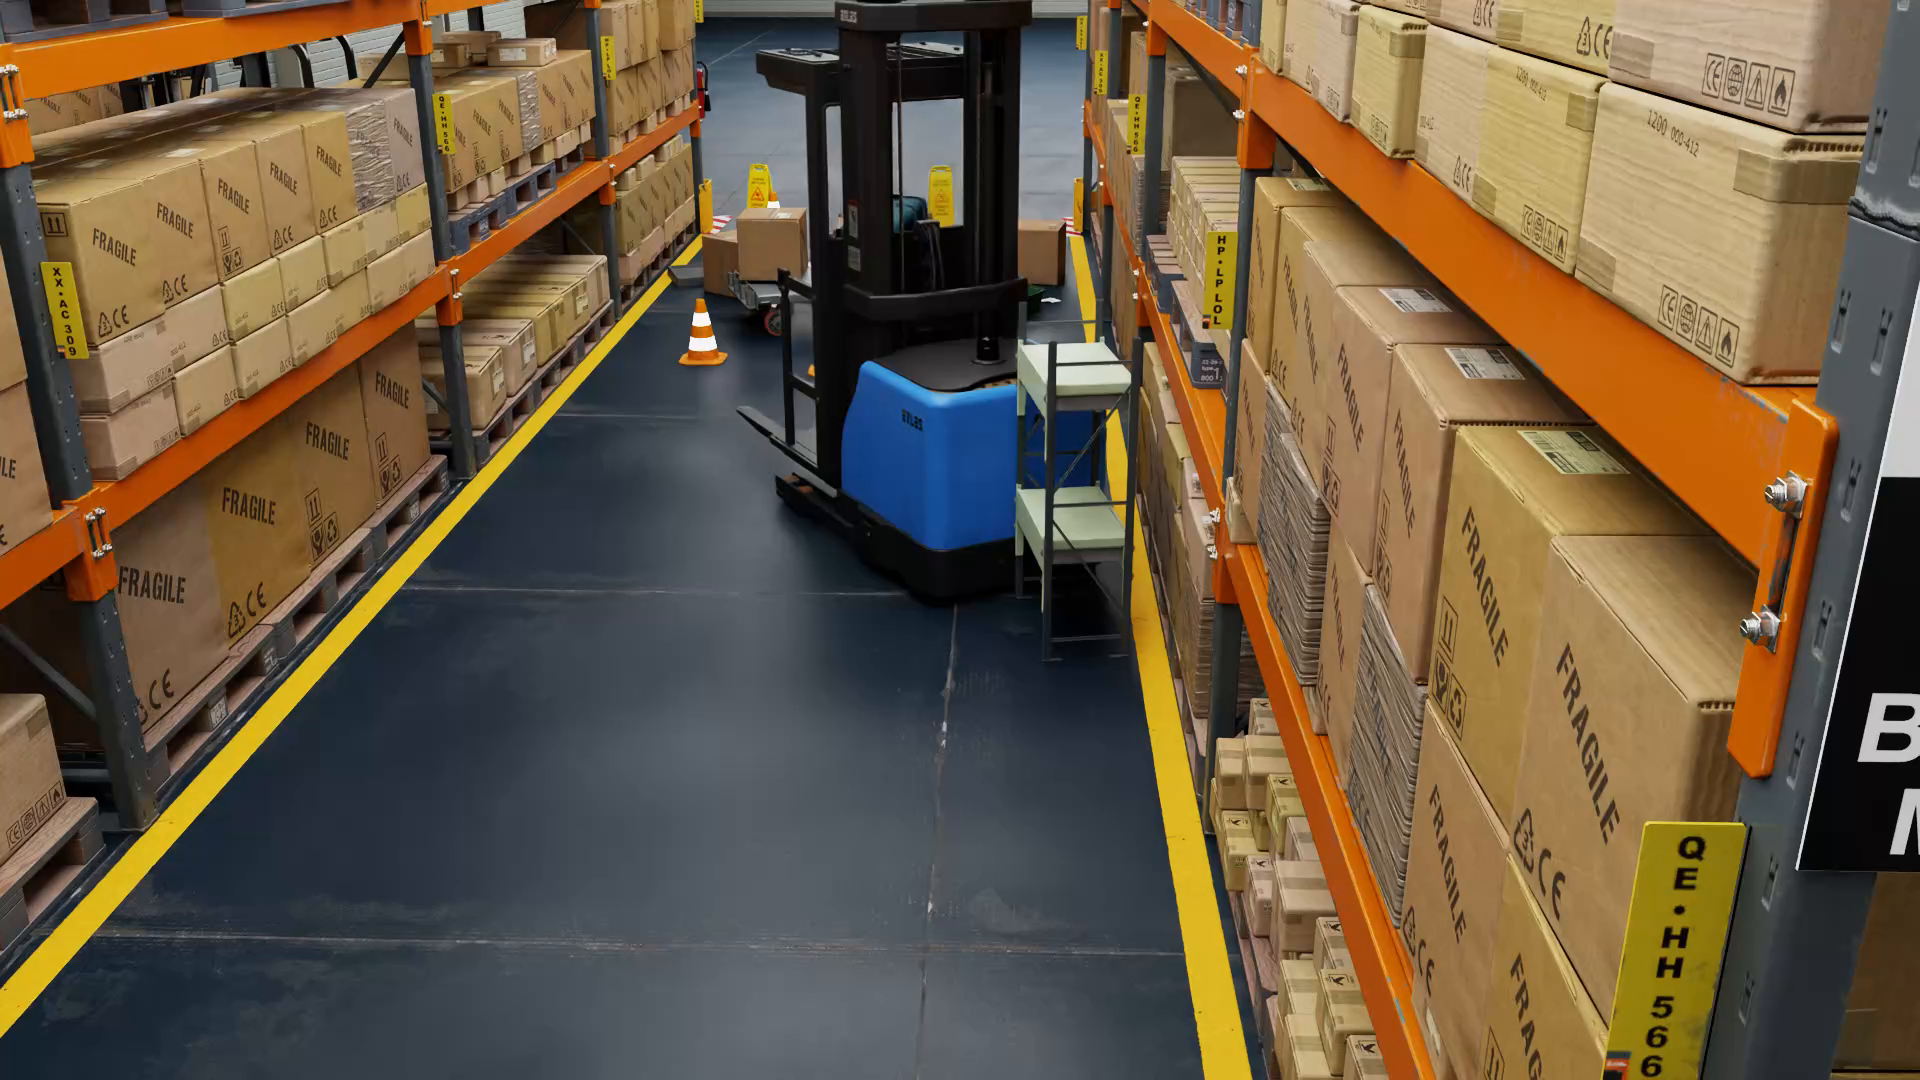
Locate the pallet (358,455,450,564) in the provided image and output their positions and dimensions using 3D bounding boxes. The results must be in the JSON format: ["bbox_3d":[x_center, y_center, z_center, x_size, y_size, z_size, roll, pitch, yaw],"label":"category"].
[{"bbox_3d":[-3.516,-0.190,9.228,1.003,0.211,1.213,1,21,2],"label":"pallet"}]

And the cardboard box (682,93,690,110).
[{"bbox_3d":[-2.868,-4.320,16.363,0.380,0.149,0.250,0,21,1],"label":"cardboard box"}]

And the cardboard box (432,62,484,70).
[{"bbox_3d":[-3.640,-3.076,11.680,0.500,0.500,0.500,1,21,1],"label":"cardboard box"}]

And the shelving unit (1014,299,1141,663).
[{"bbox_3d":[0.524,-0.285,7.690,0.431,1.500,0.755,-3,21,-7],"label":"shelving unit"}]

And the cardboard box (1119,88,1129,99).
[{"bbox_3d":[1.655,-3.406,13.454,0.875,0.550,0.550,1,21,2],"label":"cardboard box"}]

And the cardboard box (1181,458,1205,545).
[{"bbox_3d":[1.211,-0.148,7.103,0.500,0.250,0.500,2,21,4],"label":"cardboard box"}]

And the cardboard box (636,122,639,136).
[{"bbox_3d":[-3.013,-3.588,14.477,0.380,0.149,0.250,1,21,1],"label":"cardboard box"}]

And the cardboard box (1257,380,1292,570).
[{"bbox_3d":[1.137,-0.141,4.695,0.500,0.500,0.500,1,21,2],"label":"cardboard box"}]

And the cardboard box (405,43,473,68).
[{"bbox_3d":[-3.593,-3.344,11.475,0.380,0.149,0.250,2,21,5],"label":"cardboard box"}]

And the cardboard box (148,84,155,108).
[{"bbox_3d":[-7.928,-4.214,15.603,0.500,0.500,0.500,0,21,1],"label":"cardboard box"}]

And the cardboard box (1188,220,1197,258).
[{"bbox_3d":[1.292,-1.426,7.912,0.380,0.149,0.250,1,21,2],"label":"cardboard box"}]

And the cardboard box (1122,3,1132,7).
[{"bbox_3d":[1.755,-4.303,14.273,0.875,0.550,0.550,1,21,2],"label":"cardboard box"}]

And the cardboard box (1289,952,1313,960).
[{"bbox_3d":[1.149,1.189,4.766,0.380,0.149,0.250,2,21,4],"label":"cardboard box"}]

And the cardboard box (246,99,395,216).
[{"bbox_3d":[-3.179,-1.912,8.290,0.500,0.500,0.500,1,21,3],"label":"cardboard box"}]

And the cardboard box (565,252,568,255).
[{"bbox_3d":[-3.546,-2.352,14.163,0.500,0.250,0.500,2,21,4],"label":"cardboard box"}]

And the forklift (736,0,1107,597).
[{"bbox_3d":[-0.401,-1.580,9.049,1.130,2.935,3.031,-11,24,-27],"label":"forklift"}]

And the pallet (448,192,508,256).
[{"bbox_3d":[-3.502,-1.944,10.158,1.213,0.211,1.003,1,21,2],"label":"pallet"}]

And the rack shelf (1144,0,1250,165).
[{"bbox_3d":[1.473,-2.097,7.134,1.077,0.370,4.000,1,21,2],"label":"rack shelf"}]

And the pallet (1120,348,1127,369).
[{"bbox_3d":[1.673,-1.181,11.781,1.003,0.211,1.213,1,21,2],"label":"pallet"}]

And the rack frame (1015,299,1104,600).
[{"bbox_3d":[0.474,-0.416,8.028,0.400,1.500,0.023,-3,21,-7],"label":"rack frame"}]

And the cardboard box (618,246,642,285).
[{"bbox_3d":[-3.008,-2.345,14.147,0.500,0.250,0.500,0,21,-1],"label":"cardboard box"}]

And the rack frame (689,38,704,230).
[{"bbox_3d":[-3.174,-4.667,16.911,1.000,3.000,0.127,1,21,2],"label":"rack frame"}]

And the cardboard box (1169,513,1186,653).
[{"bbox_3d":[1.199,0.203,7.234,0.500,0.500,0.500,0,21,0],"label":"cardboard box"}]

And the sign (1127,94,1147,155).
[{"bbox_3d":[0.979,-2.301,9.213,0.100,0.325,0.005,1,21,2],"label":"sign"}]

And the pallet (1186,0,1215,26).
[{"bbox_3d":[1.566,-2.218,6.713,1.213,0.211,1.003,1,21,2],"label":"pallet"}]

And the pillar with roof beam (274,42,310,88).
[{"bbox_3d":[-4.572,-9.398,20.809,9.100,9.000,0.400,1,21,2],"label":"pillar with roof beam"}]

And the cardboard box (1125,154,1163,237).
[{"bbox_3d":[1.296,-2.150,10.284,0.500,0.500,0.500,1,21,2],"label":"cardboard box"}]

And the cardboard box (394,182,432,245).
[{"bbox_3d":[-3.178,-1.760,8.934,0.500,0.250,0.500,1,21,1],"label":"cardboard box"}]

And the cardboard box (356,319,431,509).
[{"bbox_3d":[-3.521,-0.731,9.123,0.875,0.875,0.875,0,21,1],"label":"cardboard box"}]

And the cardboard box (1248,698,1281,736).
[{"bbox_3d":[1.195,0.668,5.699,0.380,0.149,0.250,1,21,4],"label":"cardboard box"}]

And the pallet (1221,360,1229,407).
[{"bbox_3d":[1.581,-0.496,6.425,1.003,0.211,1.213,1,21,2],"label":"pallet"}]

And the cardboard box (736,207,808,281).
[{"bbox_3d":[-1.515,-2.400,13.476,0.500,0.500,0.500,1,21,2],"label":"cardboard box"}]

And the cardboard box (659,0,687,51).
[{"bbox_3d":[-2.907,-4.763,15.226,0.700,0.500,0.500,0,21,1],"label":"cardboard box"}]

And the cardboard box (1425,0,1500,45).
[{"bbox_3d":[1.083,-0.965,2.739,0.500,0.250,0.500,1,21,2],"label":"cardboard box"}]

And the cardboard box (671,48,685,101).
[{"bbox_3d":[-2.935,-4.472,15.859,0.500,0.500,0.500,1,21,2],"label":"cardboard box"}]

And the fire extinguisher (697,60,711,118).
[{"bbox_3d":[-2.710,-4.667,17.018,0.296,0.674,0.183,1,21,2],"label":"fire extinguisher"}]

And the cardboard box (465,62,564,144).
[{"bbox_3d":[-3.116,-3.067,11.656,0.500,0.500,0.500,1,21,3],"label":"cardboard box"}]

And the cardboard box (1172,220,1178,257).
[{"bbox_3d":[1.310,-1.579,8.718,0.380,0.149,0.250,2,21,4],"label":"cardboard box"}]

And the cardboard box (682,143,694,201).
[{"bbox_3d":[-2.937,-3.638,16.443,0.500,0.500,0.500,1,21,2],"label":"cardboard box"}]

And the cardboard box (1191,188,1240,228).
[{"bbox_3d":[1.294,-1.568,7.869,0.380,0.149,0.250,2,21,4],"label":"cardboard box"}]

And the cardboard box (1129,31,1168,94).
[{"bbox_3d":[1.646,-3.536,12.476,0.700,0.500,0.500,0,21,1],"label":"cardboard box"}]

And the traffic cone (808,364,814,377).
[{"bbox_3d":[-0.943,-1.459,12.149,0.336,0.463,0.334,1,21,2],"label":"traffic cone"}]

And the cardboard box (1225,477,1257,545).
[{"bbox_3d":[1.076,-0.095,5.473,0.380,0.149,0.250,1,21,4],"label":"cardboard box"}]

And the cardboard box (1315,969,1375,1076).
[{"bbox_3d":[1.121,1.232,4.244,0.380,0.149,0.250,1,21,2],"label":"cardboard box"}]

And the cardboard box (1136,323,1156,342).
[{"bbox_3d":[1.642,-1.123,10.306,1.050,0.750,0.750,0,21,1],"label":"cardboard box"}]

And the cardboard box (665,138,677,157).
[{"bbox_3d":[-2.892,-3.716,15.747,0.380,0.149,0.250,1,21,3],"label":"cardboard box"}]

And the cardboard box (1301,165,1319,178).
[{"bbox_3d":[1.967,-1.840,8.568,0.380,0.149,0.250,0,21,1],"label":"cardboard box"}]

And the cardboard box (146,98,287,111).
[{"bbox_3d":[-3.682,-1.932,8.342,0.500,0.500,0.500,1,21,2],"label":"cardboard box"}]

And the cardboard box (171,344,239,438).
[{"bbox_3d":[-3.247,-0.602,6.641,0.500,0.250,0.500,0,21,0],"label":"cardboard box"}]

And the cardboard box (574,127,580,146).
[{"bbox_3d":[-3.061,-3.015,12.420,0.380,0.149,0.250,0,21,0],"label":"cardboard box"}]

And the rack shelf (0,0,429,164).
[{"bbox_3d":[-3.478,-2.115,7.180,1.077,0.370,4.000,1,21,2],"label":"rack shelf"}]

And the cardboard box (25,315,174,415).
[{"bbox_3d":[-3.243,-0.648,6.067,0.500,0.250,0.500,0,21,0],"label":"cardboard box"}]

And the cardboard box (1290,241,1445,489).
[{"bbox_3d":[1.108,-0.432,4.064,0.500,0.500,0.500,1,21,3],"label":"cardboard box"}]

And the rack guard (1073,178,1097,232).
[{"bbox_3d":[1.778,-3.493,17.339,1.175,0.500,0.348,1,21,2],"label":"rack guard"}]

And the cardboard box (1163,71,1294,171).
[{"bbox_3d":[1.557,-2.432,9.629,0.700,0.500,0.500,1,21,1],"label":"cardboard box"}]

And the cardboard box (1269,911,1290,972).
[{"bbox_3d":[1.158,1.230,5.073,0.380,0.149,0.250,0,21,1],"label":"cardboard box"}]

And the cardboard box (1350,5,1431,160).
[{"bbox_3d":[1.073,-0.916,3.304,0.500,0.250,0.500,2,21,4],"label":"cardboard box"}]

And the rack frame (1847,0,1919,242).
[{"bbox_3d":[1.290,-1.661,0.870,1.000,3.000,0.127,1,21,2],"label":"rack frame"}]
